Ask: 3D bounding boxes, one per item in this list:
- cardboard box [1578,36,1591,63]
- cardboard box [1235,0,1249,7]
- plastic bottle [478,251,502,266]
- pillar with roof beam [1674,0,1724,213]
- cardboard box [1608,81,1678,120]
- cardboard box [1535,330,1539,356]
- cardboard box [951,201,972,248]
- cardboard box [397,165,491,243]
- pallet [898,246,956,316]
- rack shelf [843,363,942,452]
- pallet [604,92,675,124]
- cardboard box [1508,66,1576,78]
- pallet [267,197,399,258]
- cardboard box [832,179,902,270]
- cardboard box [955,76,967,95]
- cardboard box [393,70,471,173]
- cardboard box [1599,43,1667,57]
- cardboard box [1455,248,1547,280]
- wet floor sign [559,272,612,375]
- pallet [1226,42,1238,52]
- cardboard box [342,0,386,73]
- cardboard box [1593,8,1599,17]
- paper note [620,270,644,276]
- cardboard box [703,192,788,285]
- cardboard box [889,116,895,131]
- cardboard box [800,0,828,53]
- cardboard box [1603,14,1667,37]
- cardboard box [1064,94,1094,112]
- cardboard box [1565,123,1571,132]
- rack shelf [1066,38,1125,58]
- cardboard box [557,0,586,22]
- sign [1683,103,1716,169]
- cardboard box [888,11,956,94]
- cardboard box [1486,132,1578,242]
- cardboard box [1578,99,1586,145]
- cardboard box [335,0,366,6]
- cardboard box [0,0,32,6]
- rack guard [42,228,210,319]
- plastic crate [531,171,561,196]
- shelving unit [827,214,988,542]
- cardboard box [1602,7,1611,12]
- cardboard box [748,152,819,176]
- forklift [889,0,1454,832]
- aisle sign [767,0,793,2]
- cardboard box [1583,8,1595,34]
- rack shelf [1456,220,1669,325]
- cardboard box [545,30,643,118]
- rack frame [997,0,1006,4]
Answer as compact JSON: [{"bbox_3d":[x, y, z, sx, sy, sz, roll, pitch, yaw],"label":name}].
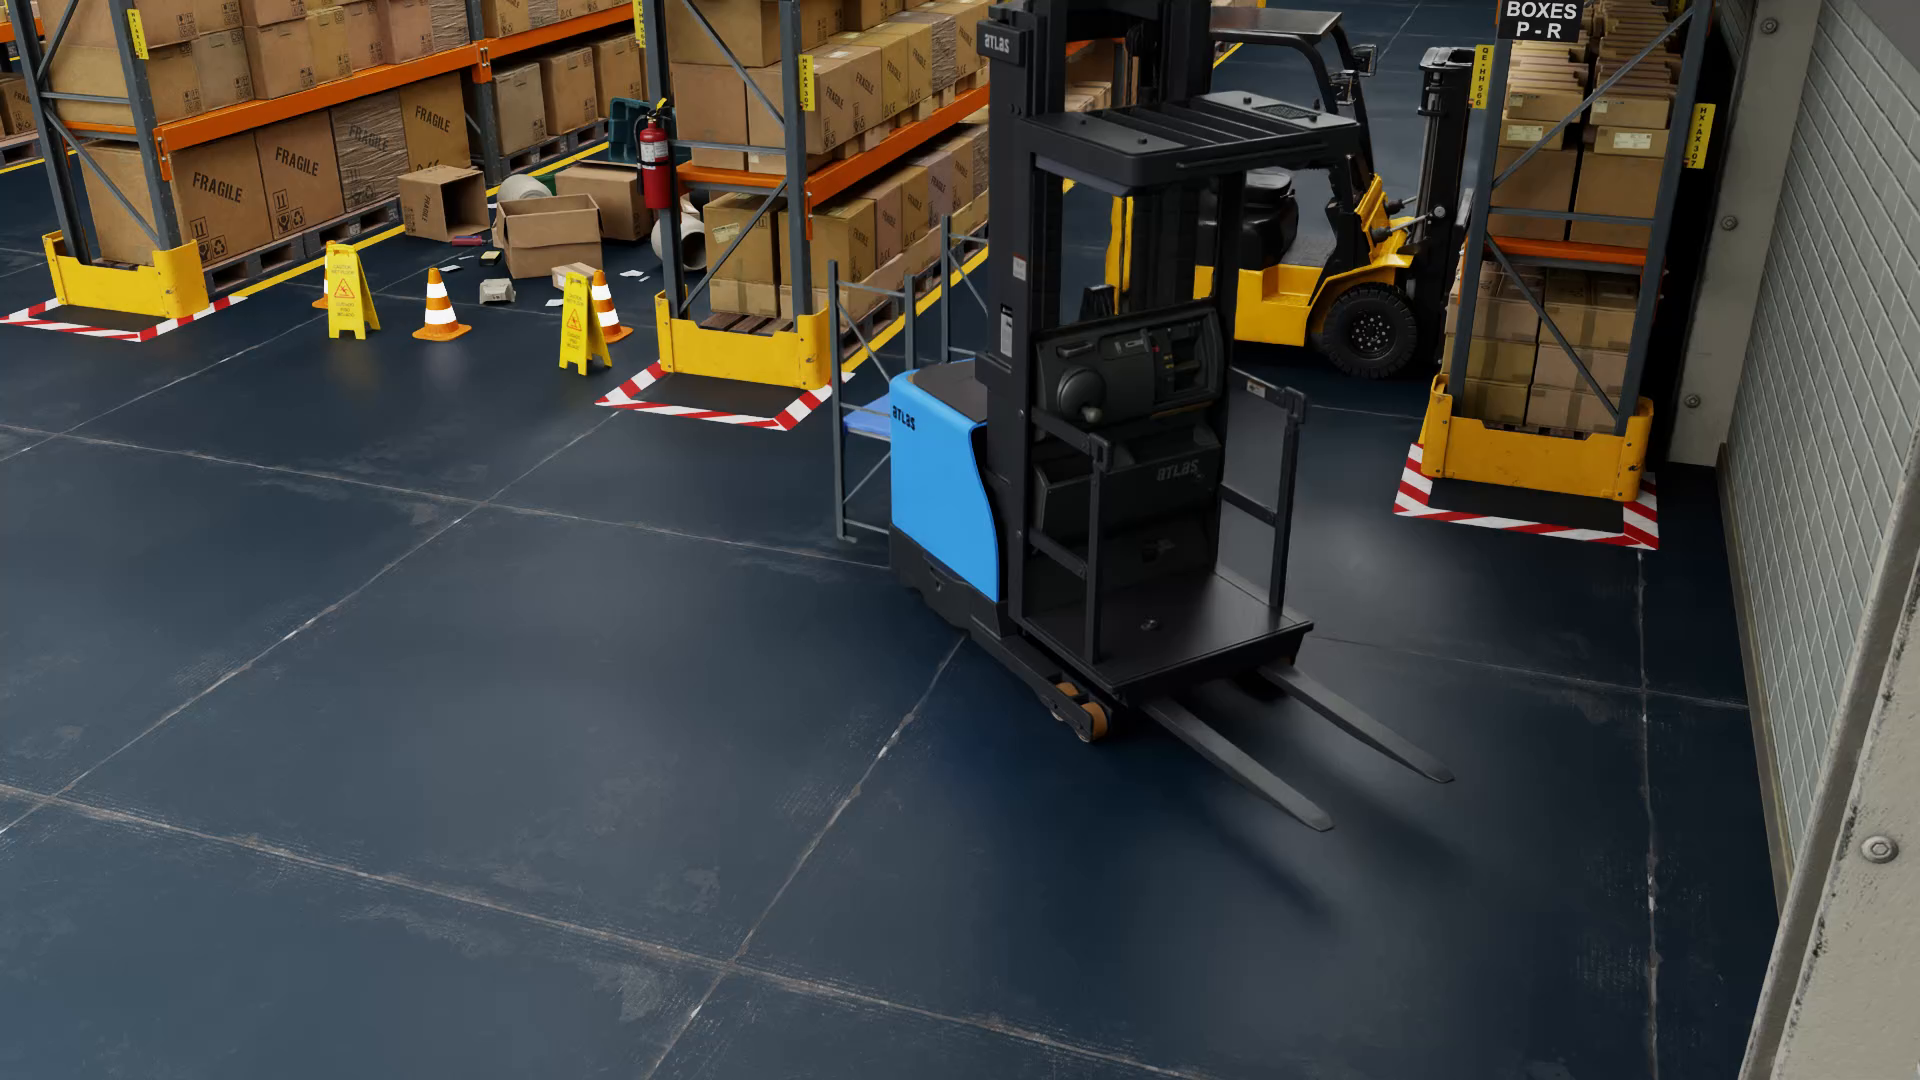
[{"bbox_3d":[3.771,-3.098,10.506,0.380,0.149,0.250,9,27,18],"label":"cardboard box"},{"bbox_3d":[3.467,-7.383,23.016,0.875,0.438,0.875,9,27,19],"label":"cardboard box"},{"bbox_3d":[-3.771,-2.273,13.375,0.133,0.061,0.283,0,26,-1],"label":"plastic bottle"},{"bbox_3d":[2.265,-7.663,14.250,9.100,9.000,0.400,9,27,17],"label":"pillar with roof beam"},{"bbox_3d":[3.707,-2.395,9.055,0.380,0.149,0.250,10,27,19],"label":"cardboard box"},{"bbox_3d":[3.291,-1.344,10.183,0.500,0.250,0.500,8,27,17],"label":"cardboard box"},{"bbox_3d":[-0.216,-2.529,13.204,0.500,0.250,0.500,8,27,16],"label":"cardboard box"},{"bbox_3d":[-4.355,-2.845,14.049,0.500,0.500,0.500,14,29,26],"label":"cardboard box"},{"bbox_3d":[-0.699,-2.040,12.721,1.003,0.211,1.213,9,27,17],"label":"pallet"},{"bbox_3d":[-0.157,-0.662,8.809,0.538,0.185,1.000,16,30,29],"label":"rack shelf"},{"bbox_3d":[-3.809,-4.831,18.486,1.003,0.211,1.213,9,27,17],"label":"pallet"},{"bbox_3d":[3.281,-2.583,9.443,0.380,0.149,0.250,9,27,19],"label":"cardboard box"},{"bbox_3d":[-5.537,-2.696,14.077,1.003,0.211,1.213,9,27,17],"label":"pallet"},{"bbox_3d":[-0.729,-2.241,11.750,0.500,0.500,0.500,8,27,16],"label":"cardboard box"},{"bbox_3d":[-0.161,-3.591,13.012,0.380,0.149,0.250,9,27,18],"label":"cardboard box"},{"bbox_3d":[-5.081,-3.740,14.989,0.875,0.875,0.875,9,27,18],"label":"cardboard box"},{"bbox_3d":[4.101,-2.927,10.152,0.380,0.149,0.250,9,27,18],"label":"cardboard box"},{"bbox_3d":[3.270,-1.564,10.064,0.500,0.250,0.500,9,27,18],"label":"cardboard box"},{"bbox_3d":[-2.508,-1.453,11.011,0.267,0.644,0.232,20,32,35],"label":"wet floor sign"},{"bbox_3d":[3.289,-6.916,22.792,1.003,0.211,1.213,9,27,17],"label":"pallet"},{"bbox_3d":[-5.370,-4.236,13.884,0.875,0.550,0.550,9,27,17],"label":"cardboard box"},{"bbox_3d":[5.346,-4.104,13.383,0.500,0.250,0.500,8,27,16],"label":"cardboard box"},{"bbox_3d":[-2.574,-2.099,13.062,0.148,0.019,0.142,20,32,35],"label":"paper note"},{"bbox_3d":[-1.415,-2.092,11.441,0.500,0.500,0.500,9,27,18],"label":"cardboard box"},{"bbox_3d":[-0.679,-2.961,11.712,0.380,0.149,0.250,10,27,19],"label":"cardboard box"},{"bbox_3d":[-1.296,-3.513,10.960,0.700,0.500,0.500,9,27,18],"label":"cardboard box"},{"bbox_3d":[4.558,-3.449,11.231,0.380,0.149,0.250,8,27,17],"label":"cardboard box"},{"bbox_3d":[0.791,-4.194,16.504,0.950,0.372,0.625,8,27,16],"label":"cardboard box"},{"bbox_3d":[3.299,-2.444,9.497,0.380,0.149,0.250,9,27,18],"label":"cardboard box"},{"bbox_3d":[0.561,-4.577,15.588,1.077,0.370,4.000,9,27,17],"label":"rack shelf"},{"bbox_3d":[-4.041,-5.390,16.326,0.500,0.500,0.500,9,27,17],"label":"cardboard box"},{"bbox_3d":[3.768,-2.060,8.477,0.100,0.325,0.005,9,27,17],"label":"sign"},{"bbox_3d":[-0.351,-3.613,12.314,0.500,0.500,0.500,10,27,19],"label":"cardboard box"},{"bbox_3d":[3.162,-2.003,9.329,0.500,0.500,0.500,8,27,16],"label":"cardboard box"},{"bbox_3d":[3.989,-2.350,10.047,0.500,0.500,0.500,8,27,17],"label":"cardboard box"},{"bbox_3d":[-5.344,-4.718,13.640,0.875,0.550,0.550,9,27,17],"label":"cardboard box"},{"bbox_3d":[-9.658,-5.519,16.251,0.875,0.500,0.500,9,27,17],"label":"cardboard box"},{"bbox_3d":[-6.145,-1.977,12.259,1.175,0.500,0.348,9,27,17],"label":"rack guard"},{"bbox_3d":[-3.629,-3.255,15.190,0.662,0.188,0.450,-20,23,-36],"label":"plastic crate"},{"bbox_3d":[-0.157,-0.824,8.731,0.538,1.500,1.048,16,30,29],"label":"shelving unit"},{"bbox_3d":[5.035,-3.914,12.533,0.380,0.149,0.250,8,27,16],"label":"cardboard box"},{"bbox_3d":[-1.127,-2.432,10.619,0.380,0.149,0.250,9,27,18],"label":"cardboard box"},{"bbox_3d":[0.833,-0.700,6.832,1.130,2.935,3.031,-15,29,-27],"label":"forklift"},{"bbox_3d":[-1.164,-3.535,9.626,0.394,0.787,0.004,9,27,17],"label":"aisle sign"},{"bbox_3d":[4.206,-3.621,11.586,0.380,0.149,0.250,9,27,18],"label":"cardboard box"},{"bbox_3d":[3.912,-2.215,10.709,1.077,0.370,4.000,9,27,17],"label":"rack shelf"},{"bbox_3d":[-4.050,-4.979,17.691,1.050,0.750,0.750,9,27,18],"label":"cardboard box"},{"bbox_3d":[-0.105,-4.079,13.733,1.000,3.000,0.127,9,27,17],"label":"rack frame"}]
